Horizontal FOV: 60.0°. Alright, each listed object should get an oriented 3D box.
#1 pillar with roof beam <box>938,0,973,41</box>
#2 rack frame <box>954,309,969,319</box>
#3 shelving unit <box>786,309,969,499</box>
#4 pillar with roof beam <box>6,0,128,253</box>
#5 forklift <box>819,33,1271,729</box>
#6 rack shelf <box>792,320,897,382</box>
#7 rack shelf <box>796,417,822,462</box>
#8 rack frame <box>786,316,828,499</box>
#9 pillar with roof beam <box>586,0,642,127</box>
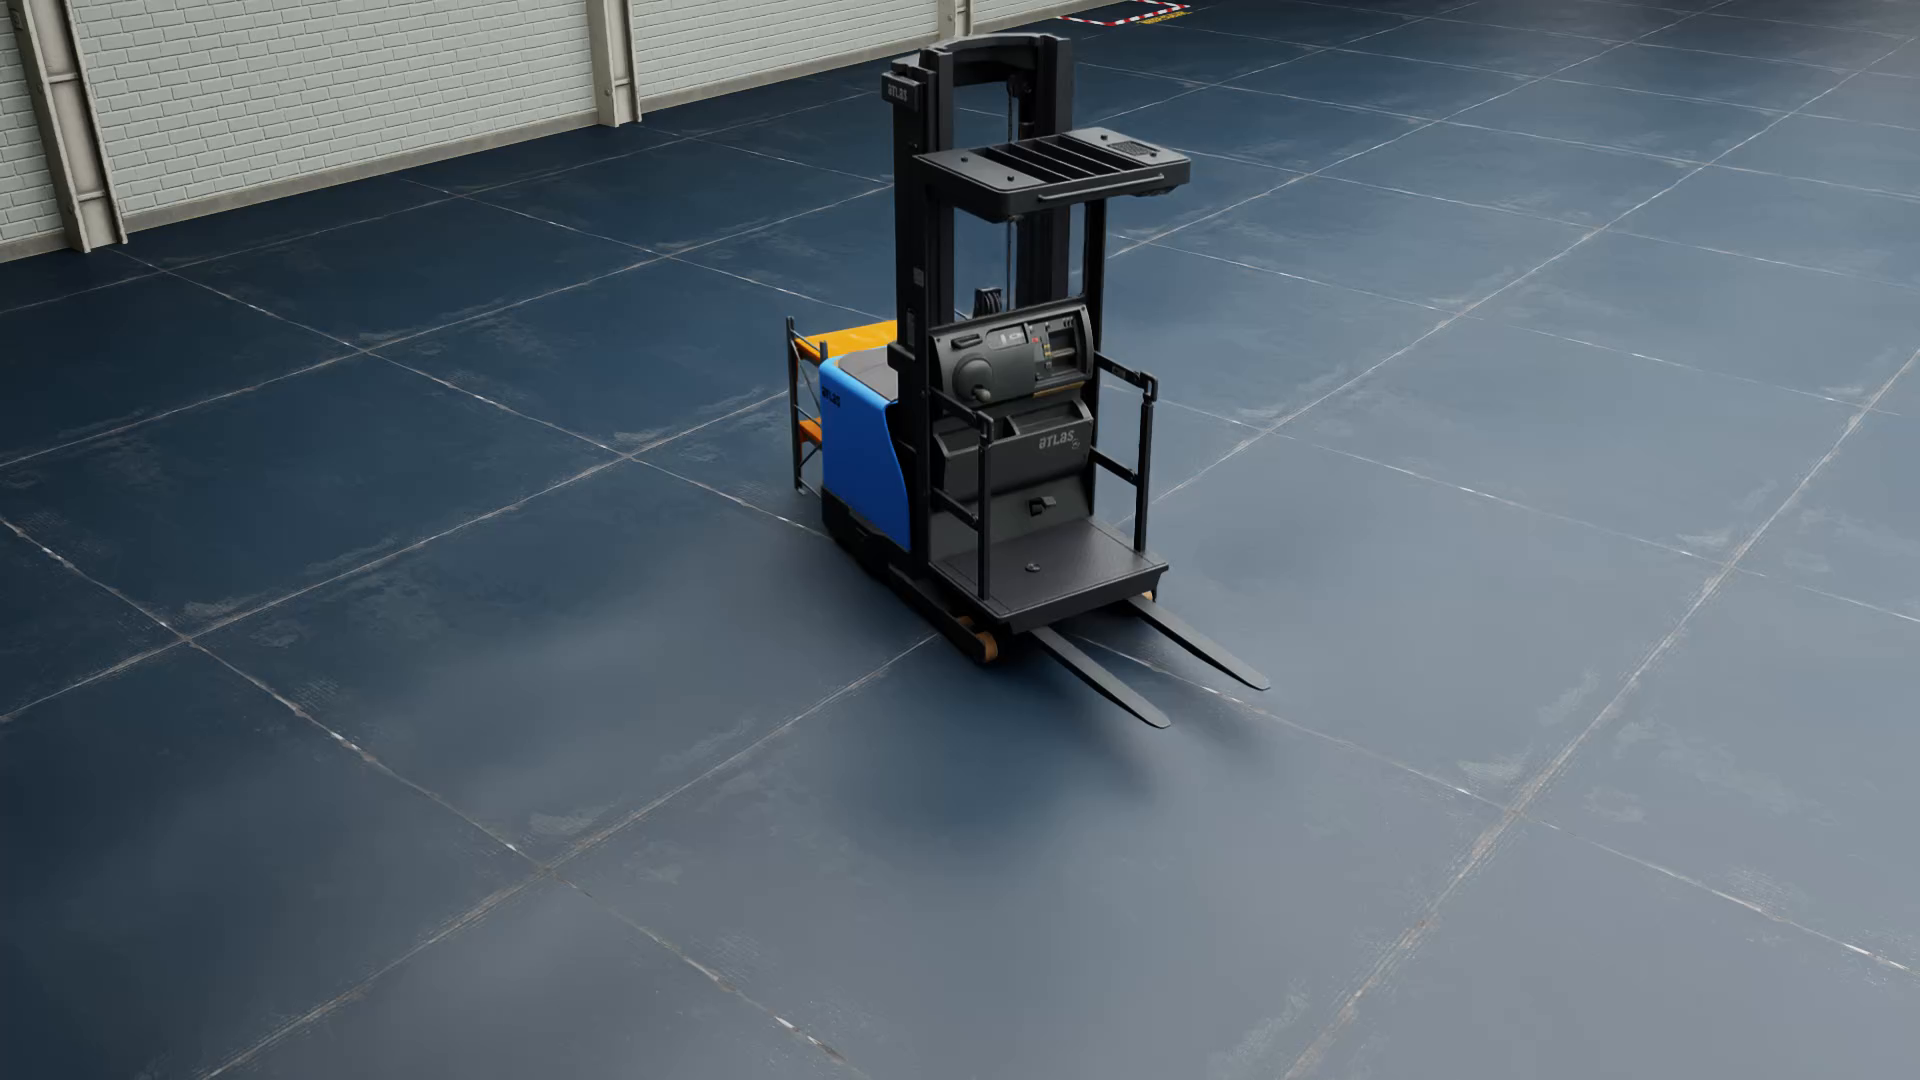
[{"bbox_3d":[3.260,-9.634,18.578,9.100,9.000,0.400,21,34,34],"label":"pillar with roof beam"},{"bbox_3d":[-0.014,-0.961,10.383,0.032,1.125,0.500,-15,31,-26],"label":"rack frame"},{"bbox_3d":[-0.454,-0.844,10.157,1.048,1.125,0.538,-15,31,-26],"label":"shelving unit"},{"bbox_3d":[-4.373,-5.379,10.354,9.100,9.000,0.400,21,34,34],"label":"pillar with roof beam"},{"bbox_3d":[0.396,-0.912,8.324,1.130,2.935,3.031,-16,31,-28],"label":"forklift"},{"bbox_3d":[-0.454,-1.104,10.023,1.000,0.278,0.538,-15,31,-26],"label":"rack shelf"},{"bbox_3d":[-0.454,-0.627,10.270,1.000,0.278,0.538,-15,31,-26],"label":"rack shelf"},{"bbox_3d":[-0.894,-0.727,9.931,0.032,1.125,0.500,-15,31,-26],"label":"rack frame"},{"bbox_3d":[-0.557,-7.506,14.466,9.100,9.000,0.400,21,34,34],"label":"pillar with roof beam"}]
